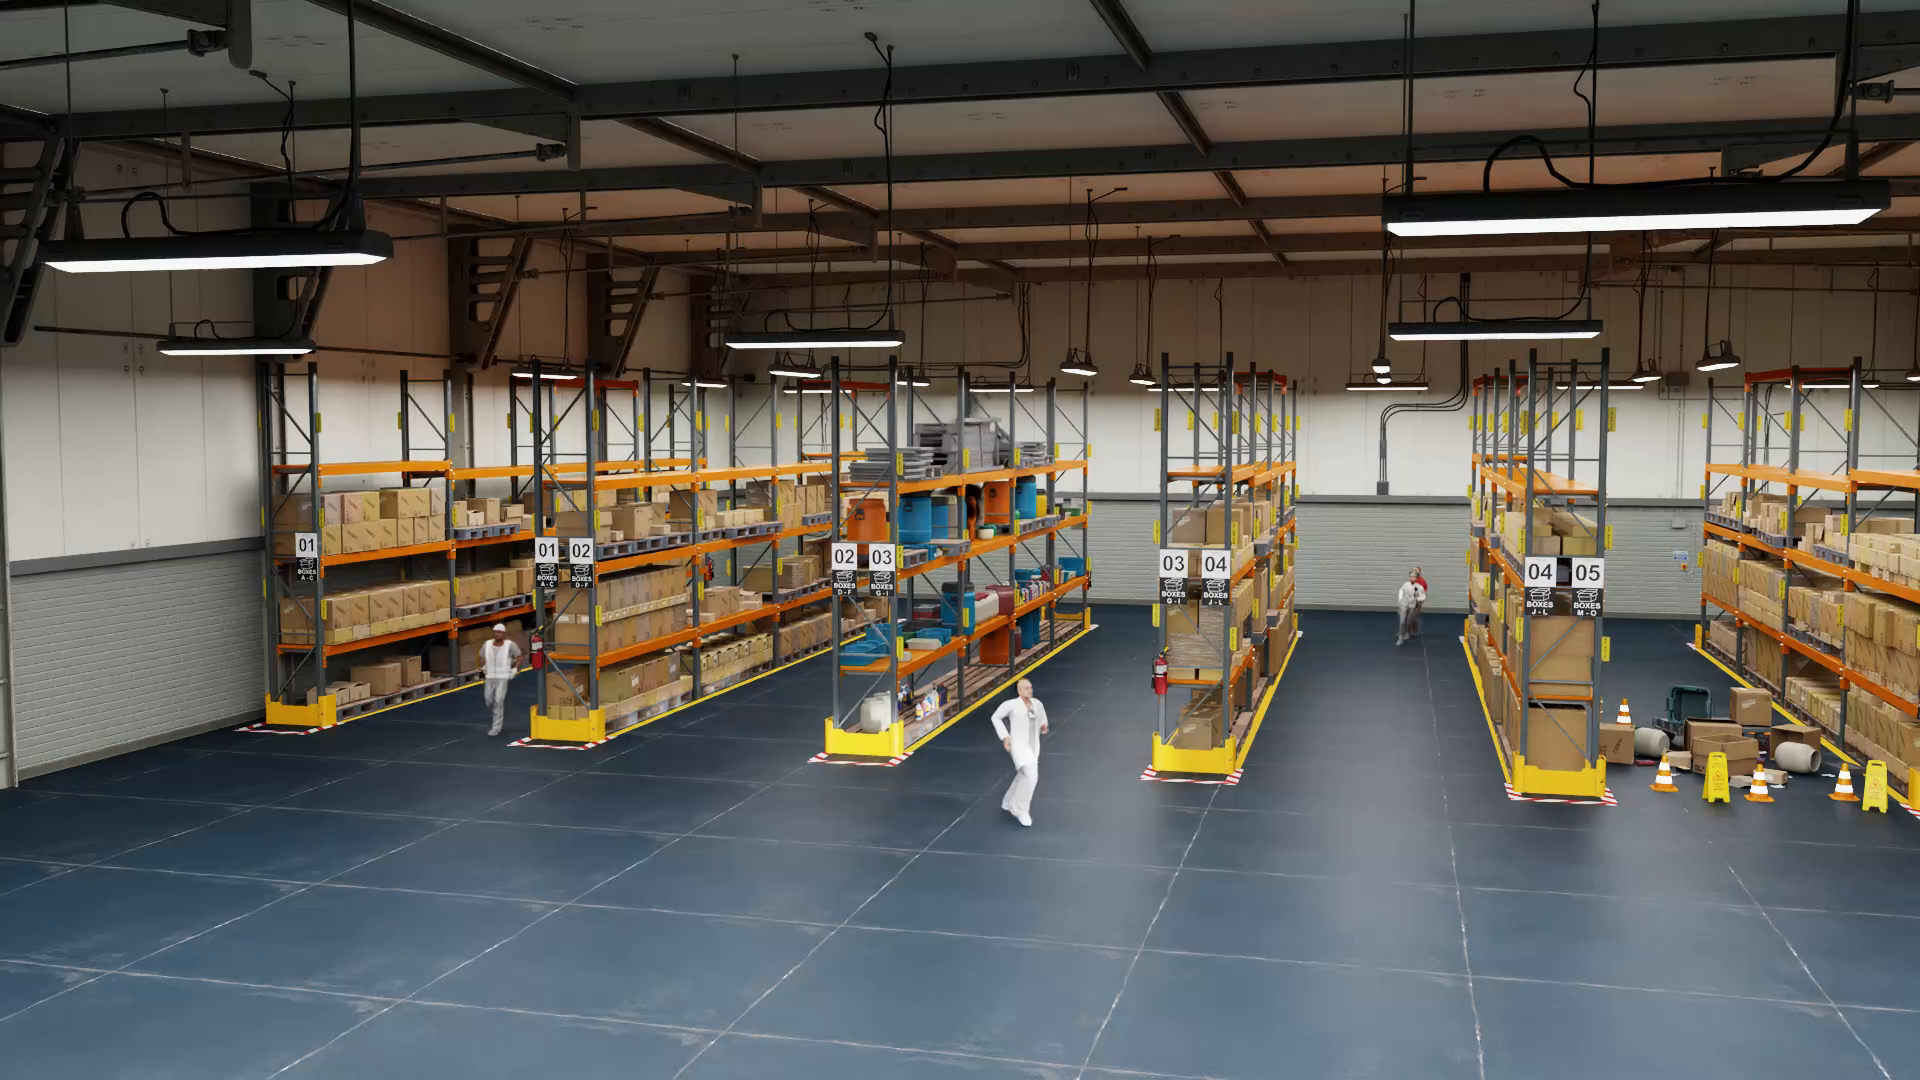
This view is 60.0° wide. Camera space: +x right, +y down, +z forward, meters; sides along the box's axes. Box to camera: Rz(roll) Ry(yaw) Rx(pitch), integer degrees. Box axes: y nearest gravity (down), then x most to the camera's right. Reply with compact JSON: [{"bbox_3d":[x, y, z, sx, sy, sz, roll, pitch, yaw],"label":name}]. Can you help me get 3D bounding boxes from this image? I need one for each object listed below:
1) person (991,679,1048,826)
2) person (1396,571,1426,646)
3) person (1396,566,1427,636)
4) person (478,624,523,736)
[{"bbox_3d":[0.804,2.749,20.881,0.679,1.637,0.798,-3,5,-40],"label":"person"},{"bbox_3d":[10.233,1.535,37.682,0.645,1.699,0.844,2,5,29],"label":"person"},{"bbox_3d":[10.584,1.450,38.881,0.682,1.705,0.794,-3,5,-34],"label":"person"},{"bbox_3d":[-7.444,2.233,26.870,0.727,1.773,0.880,0,4,0],"label":"person"}]
